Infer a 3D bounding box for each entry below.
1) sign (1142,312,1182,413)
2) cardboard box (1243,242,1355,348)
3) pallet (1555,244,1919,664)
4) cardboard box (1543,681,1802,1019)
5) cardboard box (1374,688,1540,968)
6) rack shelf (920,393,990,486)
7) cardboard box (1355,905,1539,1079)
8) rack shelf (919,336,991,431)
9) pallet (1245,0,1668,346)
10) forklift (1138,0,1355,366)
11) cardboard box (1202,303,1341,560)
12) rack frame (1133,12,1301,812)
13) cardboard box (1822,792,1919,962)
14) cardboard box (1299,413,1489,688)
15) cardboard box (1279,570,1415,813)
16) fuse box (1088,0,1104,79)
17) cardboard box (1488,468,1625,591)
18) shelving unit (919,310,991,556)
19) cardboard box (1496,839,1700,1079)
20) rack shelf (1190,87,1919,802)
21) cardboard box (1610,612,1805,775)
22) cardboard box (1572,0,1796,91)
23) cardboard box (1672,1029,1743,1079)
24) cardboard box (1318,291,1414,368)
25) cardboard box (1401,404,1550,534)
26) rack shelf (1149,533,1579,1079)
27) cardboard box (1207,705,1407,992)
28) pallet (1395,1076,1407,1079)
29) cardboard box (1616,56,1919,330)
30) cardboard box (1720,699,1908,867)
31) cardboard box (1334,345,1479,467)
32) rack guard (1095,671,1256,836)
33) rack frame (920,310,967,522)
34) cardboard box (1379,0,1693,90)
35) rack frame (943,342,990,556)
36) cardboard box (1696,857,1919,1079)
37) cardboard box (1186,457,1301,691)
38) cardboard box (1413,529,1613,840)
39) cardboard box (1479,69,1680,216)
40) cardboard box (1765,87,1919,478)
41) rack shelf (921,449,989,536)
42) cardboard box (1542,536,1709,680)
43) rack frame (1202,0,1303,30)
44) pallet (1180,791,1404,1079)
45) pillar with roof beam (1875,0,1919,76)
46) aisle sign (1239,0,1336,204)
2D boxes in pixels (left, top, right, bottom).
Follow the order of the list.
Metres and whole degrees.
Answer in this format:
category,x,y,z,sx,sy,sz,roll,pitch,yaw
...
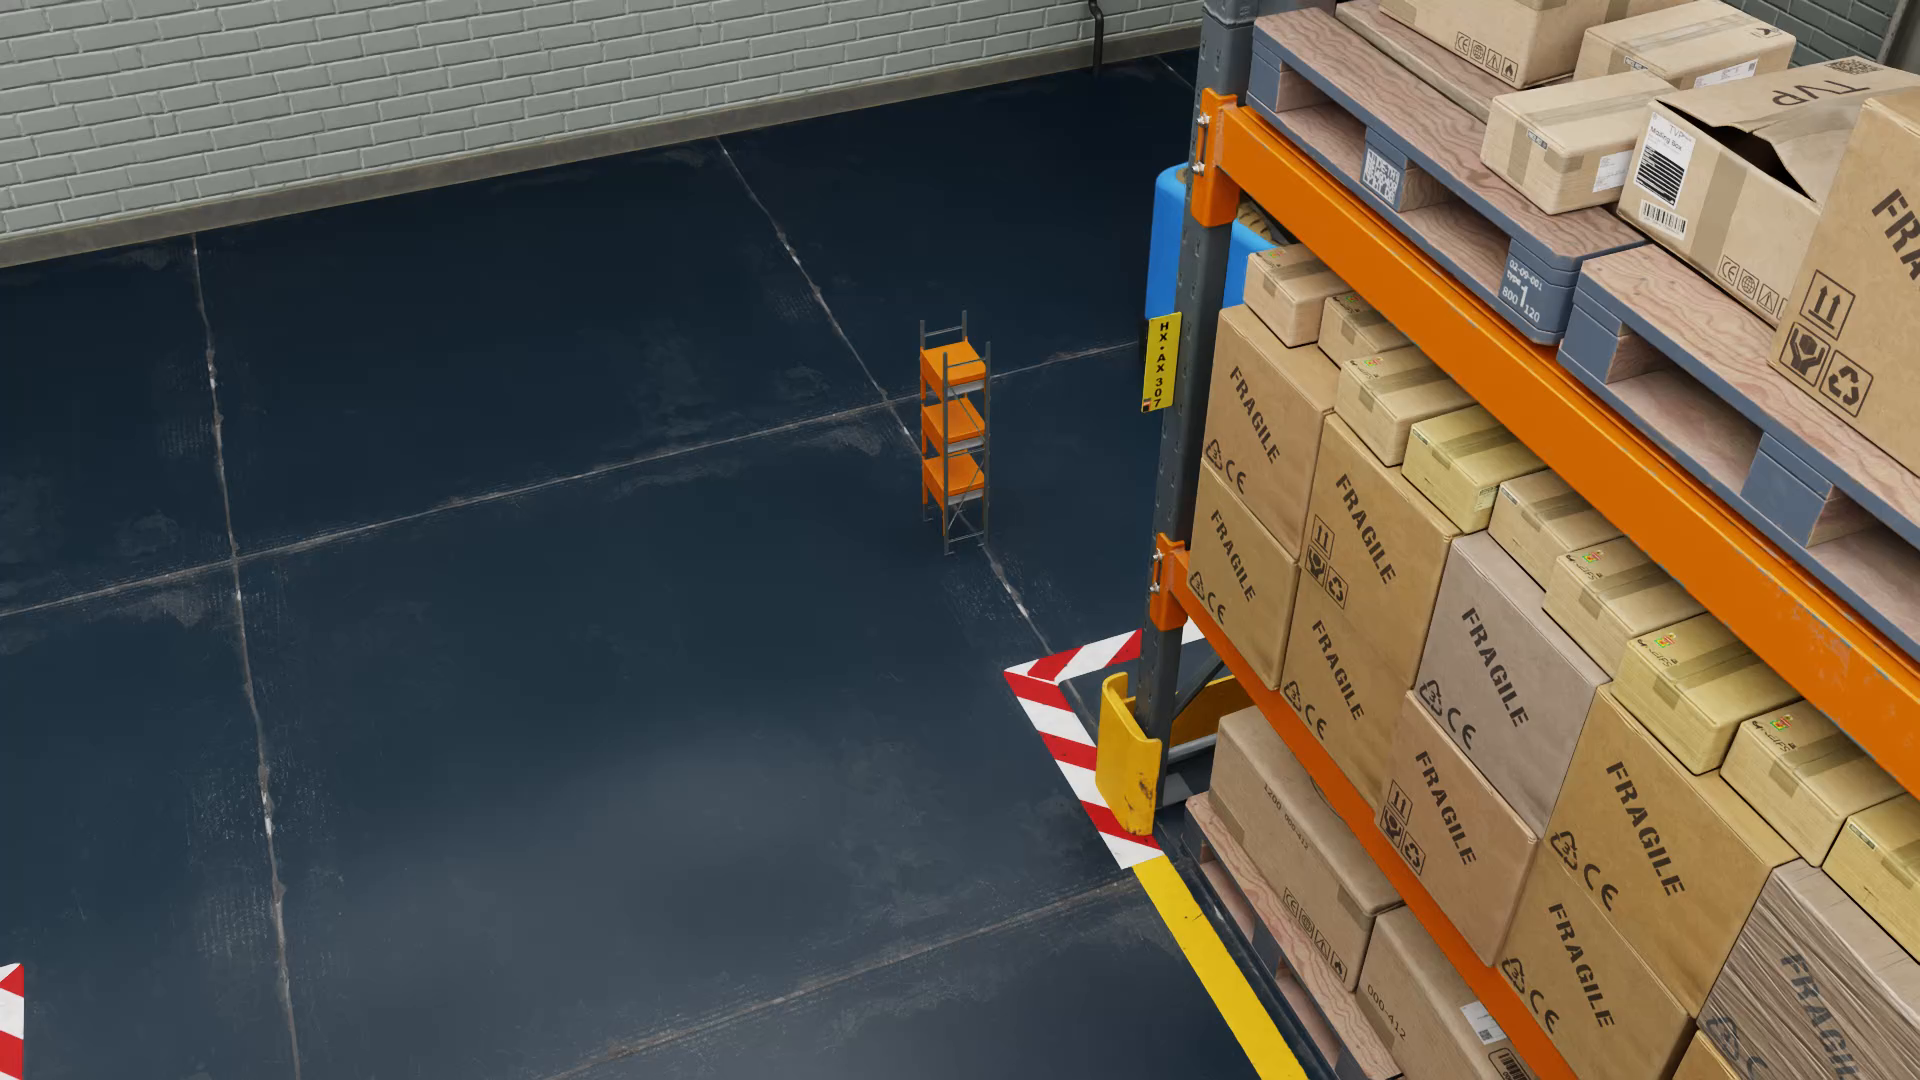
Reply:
category,x,y,z,sx,sy,sz,roll,pitch,yaw
sign,0.583,-0.512,4.820,0.100,0.325,0.005,-15,43,-17
cardboard box,0.978,-0.669,4.386,0.380,0.149,0.250,-14,43,-16
pallet,1.862,-0.212,2.964,1.003,0.211,1.213,-15,43,-17
cardboard box,1.619,0.572,3.440,0.500,0.500,0.500,-15,43,-17
cardboard box,1.414,0.643,4.125,0.500,0.500,0.500,-15,43,-17
rack shelf,-0.020,-0.422,6.952,0.215,0.259,0.240,-15,43,-17
cardboard box,1.801,1.445,4.912,0.875,0.438,0.875,-14,43,-16
rack shelf,-0.020,-0.637,6.767,0.215,0.259,0.240,-15,43,-17
pallet,1.392,-0.948,3.819,1.003,0.211,1.213,-15,43,-17
forklift,2.399,-2.214,7.577,3.031,2.935,1.130,-22,45,-24
cardboard box,1.019,-0.346,4.508,0.500,0.500,0.500,-16,43,-18
rack frame,1.098,-0.289,5.285,1.000,3.000,0.127,-15,43,-17
cardboard box,1.786,0.566,2.950,0.380,0.149,0.250,-16,43,-18
cardboard box,1.223,-0.036,4.148,0.500,0.500,0.500,-16,43,-18
cardboard box,1.236,0.332,4.487,0.500,0.500,0.500,-16,43,-17
fuse box,0.916,-3.627,10.156,0.539,1.711,0.414,-15,43,-17
cardboard box,1.405,-0.044,3.660,0.380,0.149,0.250,-15,43,-16
shelving unit,-0.020,-0.430,6.945,0.215,1.050,0.252,-15,43,-17
cardboard box,1.621,0.940,3.779,0.500,0.500,0.500,-14,43,-15
rack shelf,1.864,0.051,3.141,1.077,0.370,4.000,-15,43,-17
cardboard box,1.533,0.276,3.288,0.380,0.149,0.250,-16,43,-18
cardboard box,1.588,-1.047,3.660,0.380,0.149,0.250,-18,44,-20
cardboard box,1.807,1.259,3.408,0.500,0.500,0.500,-16,43,-17
cardboard box,1.144,-0.529,4.223,0.380,0.149,0.250,-14,43,-16
cardboard box,1.255,-0.190,3.829,0.380,0.149,0.250,-16,43,-18
rack shelf,1.864,1.189,4.119,1.077,0.370,4.000,-15,43,-17
cardboard box,1.443,0.896,5.550,0.875,0.438,0.875,-17,43,-18
pallet,1.939,1.964,4.804,1.003,0.211,1.213,-15,43,-17
cardboard box,1.625,-0.675,3.104,0.500,0.311,0.500,-14,43,-16
cardboard box,1.678,0.422,3.118,0.380,0.149,0.250,-15,43,-17
cardboard box,1.138,-0.344,4.008,0.380,0.149,0.250,-14,43,-16
rack guard,1.089,0.645,6.117,1.175,0.500,0.348,-15,43,-17
rack frame,-0.067,-0.504,7.031,0.200,1.050,0.008,-15,43,-17
cardboard box,1.354,-1.318,3.897,0.500,0.250,0.500,-19,44,-21
rack frame,0.026,-0.357,6.860,0.200,1.050,0.008,-15,43,-17
cardboard box,1.803,0.876,3.087,0.500,0.500,0.500,-15,43,-16
cardboard box,1.017,0.034,4.833,0.500,0.500,0.500,-15,43,-17
cardboard box,1.427,0.272,3.790,0.500,0.500,0.500,-15,43,-17
cardboard box,1.302,-0.815,3.391,0.380,0.149,0.250,-14,43,-15
cardboard box,1.731,-0.409,2.649,0.500,0.500,0.500,-14,43,-16
rack shelf,-0.020,-0.212,7.133,0.215,0.259,0.240,-15,43,-17
cardboard box,1.461,0.116,3.473,0.380,0.149,0.250,-15,43,-16
rack frame,1.098,-2.563,3.329,1.000,3.000,0.127,-15,43,-17
pallet,1.477,1.231,5.657,1.003,0.211,1.213,-15,43,-17
pillar with roof beam,1.507,-4.579,5.673,9.100,9.000,0.400,-15,43,-17
aisle sign,0.803,-1.245,4.404,0.394,0.787,0.004,-15,43,-17
